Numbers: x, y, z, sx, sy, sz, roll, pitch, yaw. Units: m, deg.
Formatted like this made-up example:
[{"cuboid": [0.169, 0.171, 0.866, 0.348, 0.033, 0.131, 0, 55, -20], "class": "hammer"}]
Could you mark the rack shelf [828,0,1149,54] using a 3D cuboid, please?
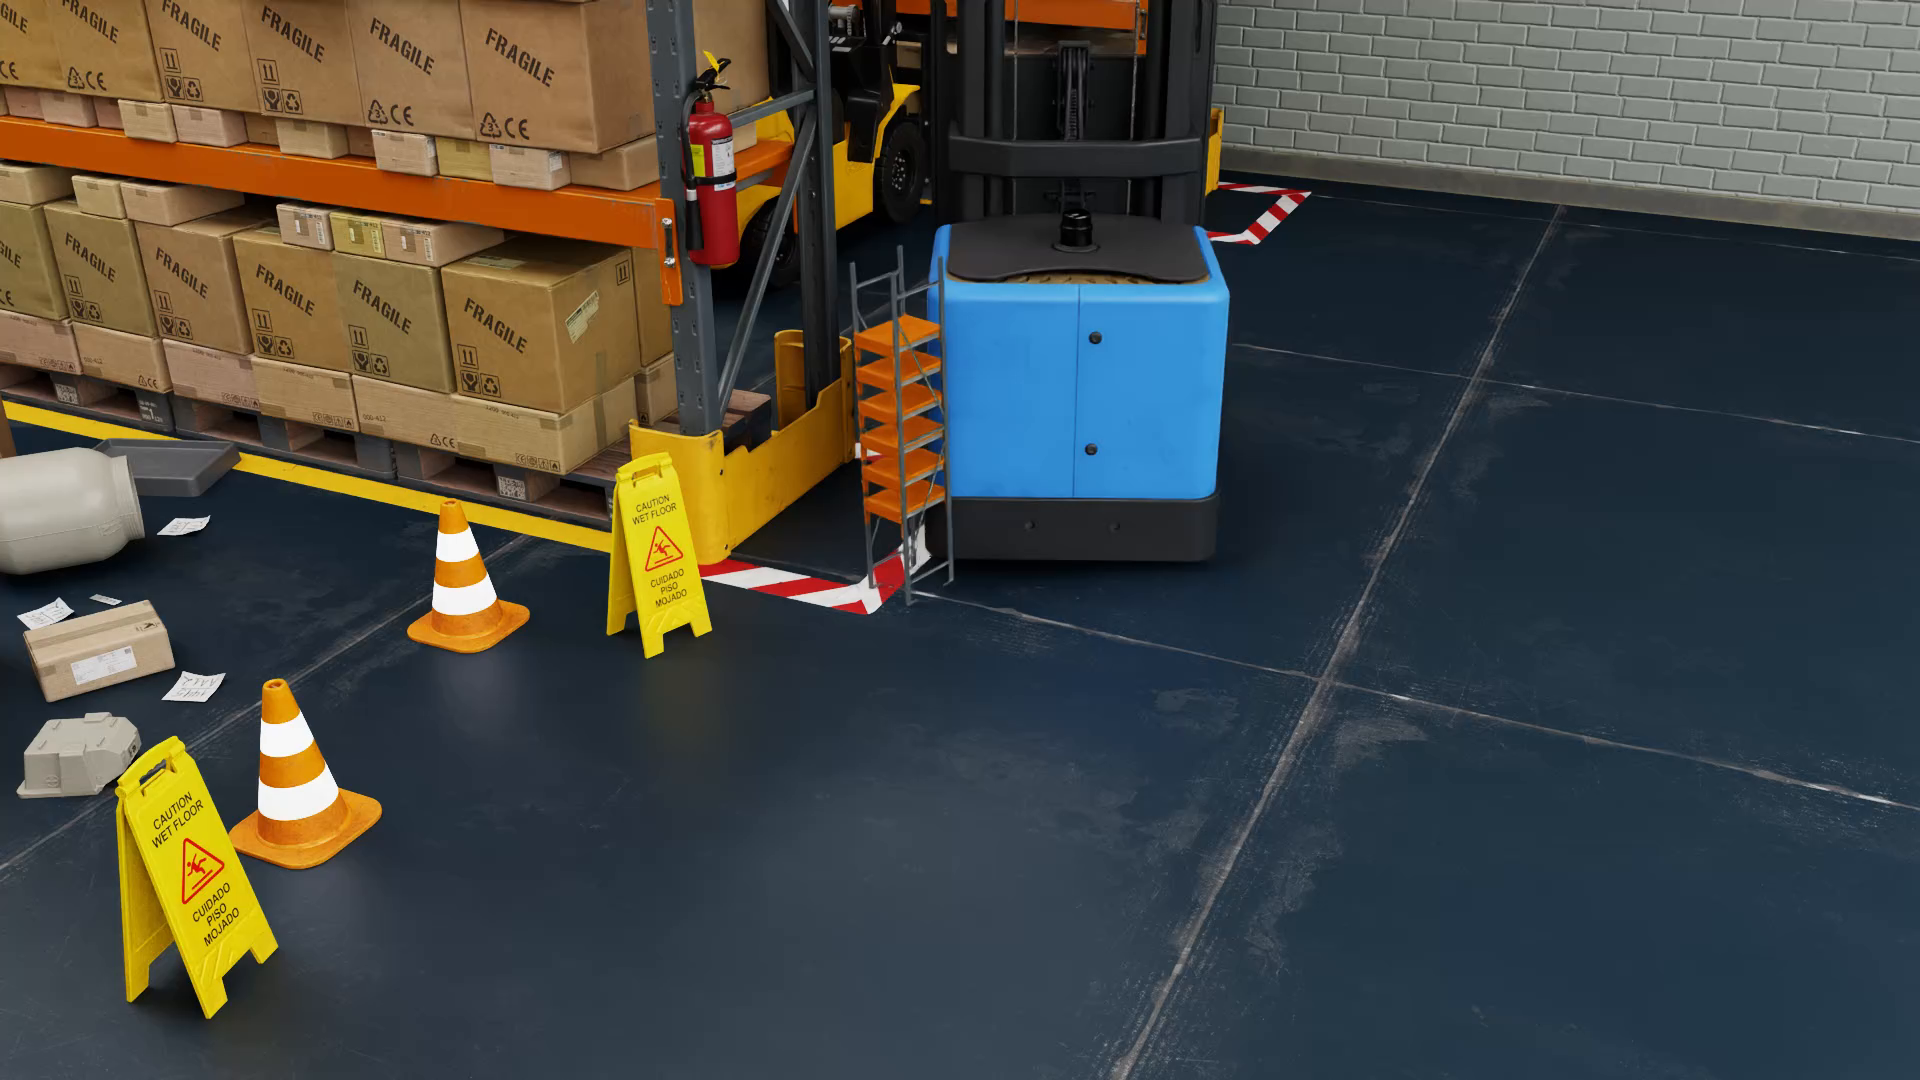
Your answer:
[{"cuboid": [-0.514, -3.536, 10.851, 4.000, 0.370, 1.077, 11, 28, 22], "class": "rack shelf"}]

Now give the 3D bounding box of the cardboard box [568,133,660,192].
[{"cuboid": [-1.174, -1.367, 5.914, 0.250, 0.149, 0.380, 12, 29, 24], "class": "cardboard box"}]

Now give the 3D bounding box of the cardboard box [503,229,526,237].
[{"cuboid": [-1.865, -1.145, 6.968, 0.500, 0.500, 0.500, 10, 28, 20], "class": "cardboard box"}]

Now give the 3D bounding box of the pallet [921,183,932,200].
[{"cuboid": [-0.514, -2.589, 11.270, 1.213, 0.211, 1.003, 11, 28, 22], "class": "pallet"}]

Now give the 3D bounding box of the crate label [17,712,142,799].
[{"cuboid": [-2.562, 0.617, 4.842, 0.298, 0.136, 0.250, -2, 26, -5], "class": "crate label"}]

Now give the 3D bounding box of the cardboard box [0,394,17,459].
[{"cuboid": [-3.974, -0.365, 6.422, 0.500, 0.500, 0.500, -12, 29, -23], "class": "cardboard box"}]

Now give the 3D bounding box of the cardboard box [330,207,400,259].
[{"cuboid": [-2.172, -1.208, 6.362, 0.250, 0.149, 0.380, 12, 29, 23], "class": "cardboard box"}]

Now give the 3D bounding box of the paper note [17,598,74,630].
[{"cuboid": [-3.141, 0.252, 5.716, 0.142, 0.019, 0.148, 23, 35, 39], "class": "paper note"}]

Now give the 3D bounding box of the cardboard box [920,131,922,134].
[{"cuboid": [-0.153, -2.597, 10.766, 0.500, 0.250, 0.500, 12, 29, 22], "class": "cardboard box"}]

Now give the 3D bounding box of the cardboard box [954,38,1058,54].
[{"cuboid": [0.291, -2.947, 10.345, 0.500, 0.250, 0.500, 12, 29, 23], "class": "cardboard box"}]

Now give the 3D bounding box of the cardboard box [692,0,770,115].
[{"cuboid": [-1.061, -1.873, 6.209, 0.500, 0.500, 0.500, 11, 28, 21], "class": "cardboard box"}]

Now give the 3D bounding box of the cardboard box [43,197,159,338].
[{"cuboid": [-3.469, -1.210, 7.100, 0.500, 0.500, 0.500, 13, 29, 24], "class": "cardboard box"}]

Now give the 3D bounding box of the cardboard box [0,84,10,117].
[{"cuboid": [-3.981, -1.904, 7.005, 0.250, 0.149, 0.380, 12, 29, 23], "class": "cardboard box"}]

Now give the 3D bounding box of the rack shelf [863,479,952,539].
[{"cuboid": [-0.181, -0.120, 5.767, 0.180, 0.103, 0.258, 22, 35, 37], "class": "rack shelf"}]

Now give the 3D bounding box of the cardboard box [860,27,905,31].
[{"cuboid": [-0.631, -3.131, 10.718, 0.500, 0.250, 0.500, 11, 28, 21], "class": "cardboard box"}]

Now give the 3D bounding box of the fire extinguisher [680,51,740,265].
[{"cuboid": [-0.832, -1.256, 5.493, 0.183, 0.674, 0.296, 11, 28, 22], "class": "fire extinguisher"}]

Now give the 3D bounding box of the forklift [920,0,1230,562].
[{"cuboid": [0.436, -1.845, 6.680, 1.130, 2.935, 3.031, 1, 26, 1], "class": "forklift"}]

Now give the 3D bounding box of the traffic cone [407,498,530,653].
[{"cuboid": [-1.671, 0.081, 5.561, 0.334, 0.463, 0.336, 11, 28, 22], "class": "traffic cone"}]

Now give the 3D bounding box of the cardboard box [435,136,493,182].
[{"cuboid": [-1.675, -1.424, 6.030, 0.250, 0.149, 0.380, 11, 28, 21], "class": "cardboard box"}]

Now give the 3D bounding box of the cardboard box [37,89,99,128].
[{"cuboid": [-3.516, -1.808, 6.811, 0.250, 0.149, 0.380, 12, 29, 23], "class": "cardboard box"}]

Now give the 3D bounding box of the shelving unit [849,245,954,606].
[{"cuboid": [-0.189, -0.372, 5.636, 0.189, 1.200, 0.258, 22, 35, 37], "class": "shelving unit"}]

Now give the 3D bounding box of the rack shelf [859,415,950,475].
[{"cuboid": [-0.188, -0.333, 5.656, 0.180, 0.103, 0.258, 22, 35, 37], "class": "rack shelf"}]

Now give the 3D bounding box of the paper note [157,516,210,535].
[{"cuboid": [-2.954, -0.058, 6.333, 0.148, 0.019, 0.142, 2, 26, 4], "class": "paper note"}]

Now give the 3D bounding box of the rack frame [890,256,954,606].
[{"cuboid": [-0.121, -0.345, 5.580, 0.006, 1.200, 0.240, 22, 35, 37], "class": "rack frame"}]

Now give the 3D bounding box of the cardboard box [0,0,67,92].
[{"cuboid": [-3.635, -2.132, 6.734, 0.500, 0.500, 0.500, 11, 28, 22], "class": "cardboard box"}]

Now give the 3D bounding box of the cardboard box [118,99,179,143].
[{"cuboid": [-3.072, -1.691, 6.574, 0.250, 0.149, 0.380, 12, 28, 22], "class": "cardboard box"}]

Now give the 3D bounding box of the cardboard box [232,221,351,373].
[{"cuboid": [-2.515, -1.019, 6.712, 0.500, 0.500, 0.500, 11, 28, 21], "class": "cardboard box"}]

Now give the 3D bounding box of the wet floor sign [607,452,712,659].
[{"cuboid": [-1.015, 0.024, 5.470, 0.232, 0.644, 0.267, 23, 35, 39], "class": "wet floor sign"}]

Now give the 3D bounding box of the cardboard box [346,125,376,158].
[{"cuboid": [-2.097, -1.562, 6.311, 0.250, 0.149, 0.380, 12, 29, 23], "class": "cardboard box"}]

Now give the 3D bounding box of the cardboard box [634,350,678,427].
[{"cuboid": [-1.365, -0.710, 6.935, 0.500, 0.250, 0.500, 11, 28, 21], "class": "cardboard box"}]

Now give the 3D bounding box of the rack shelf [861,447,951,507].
[{"cuboid": [-0.185, -0.226, 5.712, 0.180, 0.103, 0.258, 22, 35, 37], "class": "rack shelf"}]

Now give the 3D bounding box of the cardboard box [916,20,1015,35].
[{"cuboid": [0.040, -3.246, 10.954, 0.500, 0.250, 0.500, 11, 28, 21], "class": "cardboard box"}]

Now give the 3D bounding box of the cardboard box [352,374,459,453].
[{"cuboid": [-2.061, -0.589, 6.688, 0.500, 0.250, 0.500, 11, 28, 22], "class": "cardboard box"}]

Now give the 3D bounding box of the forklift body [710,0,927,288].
[{"cuboid": [-1.175, -2.726, 9.352, 1.214, 2.155, 2.313, 11, 28, 22], "class": "forklift body"}]

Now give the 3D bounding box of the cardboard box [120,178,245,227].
[{"cuboid": [-3.157, -1.406, 6.764, 0.250, 0.149, 0.380, 13, 29, 25], "class": "cardboard box"}]

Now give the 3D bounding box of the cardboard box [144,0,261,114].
[{"cuboid": [-2.715, -1.950, 6.365, 0.500, 0.500, 0.500, 12, 29, 22], "class": "cardboard box"}]

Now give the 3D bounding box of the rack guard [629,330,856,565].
[{"cuboid": [-0.814, -0.389, 6.475, 0.348, 0.500, 1.175, 11, 28, 22], "class": "rack guard"}]

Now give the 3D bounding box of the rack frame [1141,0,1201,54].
[{"cuboid": [1.306, -3.493, 9.950, 0.127, 3.000, 1.000, 11, 28, 22], "class": "rack frame"}]

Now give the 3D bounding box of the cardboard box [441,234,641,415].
[{"cuboid": [-1.582, -0.830, 6.328, 0.500, 0.500, 0.500, 12, 28, 22], "class": "cardboard box"}]

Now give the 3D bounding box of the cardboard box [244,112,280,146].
[{"cuboid": [-2.558, -1.654, 6.498, 0.250, 0.149, 0.380, 11, 28, 22], "class": "cardboard box"}]

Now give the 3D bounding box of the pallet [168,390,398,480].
[{"cuboid": [-2.646, -0.646, 7.324, 1.213, 0.211, 1.003, 11, 28, 22], "class": "pallet"}]

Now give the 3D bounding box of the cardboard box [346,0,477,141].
[{"cuboid": [-1.807, -1.757, 5.973, 0.500, 0.500, 0.500, 11, 28, 22], "class": "cardboard box"}]

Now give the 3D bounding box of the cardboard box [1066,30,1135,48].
[{"cuboid": [0.947, -3.061, 10.577, 0.500, 0.250, 0.500, 11, 28, 21], "class": "cardboard box"}]

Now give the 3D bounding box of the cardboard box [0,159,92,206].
[{"cuboid": [-3.872, -1.547, 7.051, 0.250, 0.149, 0.380, 12, 29, 23], "class": "cardboard box"}]

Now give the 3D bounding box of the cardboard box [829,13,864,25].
[{"cuboid": [-0.885, -3.432, 11.329, 0.500, 0.250, 0.500, 12, 28, 22], "class": "cardboard box"}]

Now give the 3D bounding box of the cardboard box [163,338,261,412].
[{"cuboid": [-2.986, -0.778, 7.071, 0.500, 0.250, 0.500, 11, 28, 21], "class": "cardboard box"}]

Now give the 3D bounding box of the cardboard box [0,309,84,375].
[{"cuboid": [-3.961, -0.967, 7.455, 0.500, 0.250, 0.500, 10, 28, 19], "class": "cardboard box"}]
